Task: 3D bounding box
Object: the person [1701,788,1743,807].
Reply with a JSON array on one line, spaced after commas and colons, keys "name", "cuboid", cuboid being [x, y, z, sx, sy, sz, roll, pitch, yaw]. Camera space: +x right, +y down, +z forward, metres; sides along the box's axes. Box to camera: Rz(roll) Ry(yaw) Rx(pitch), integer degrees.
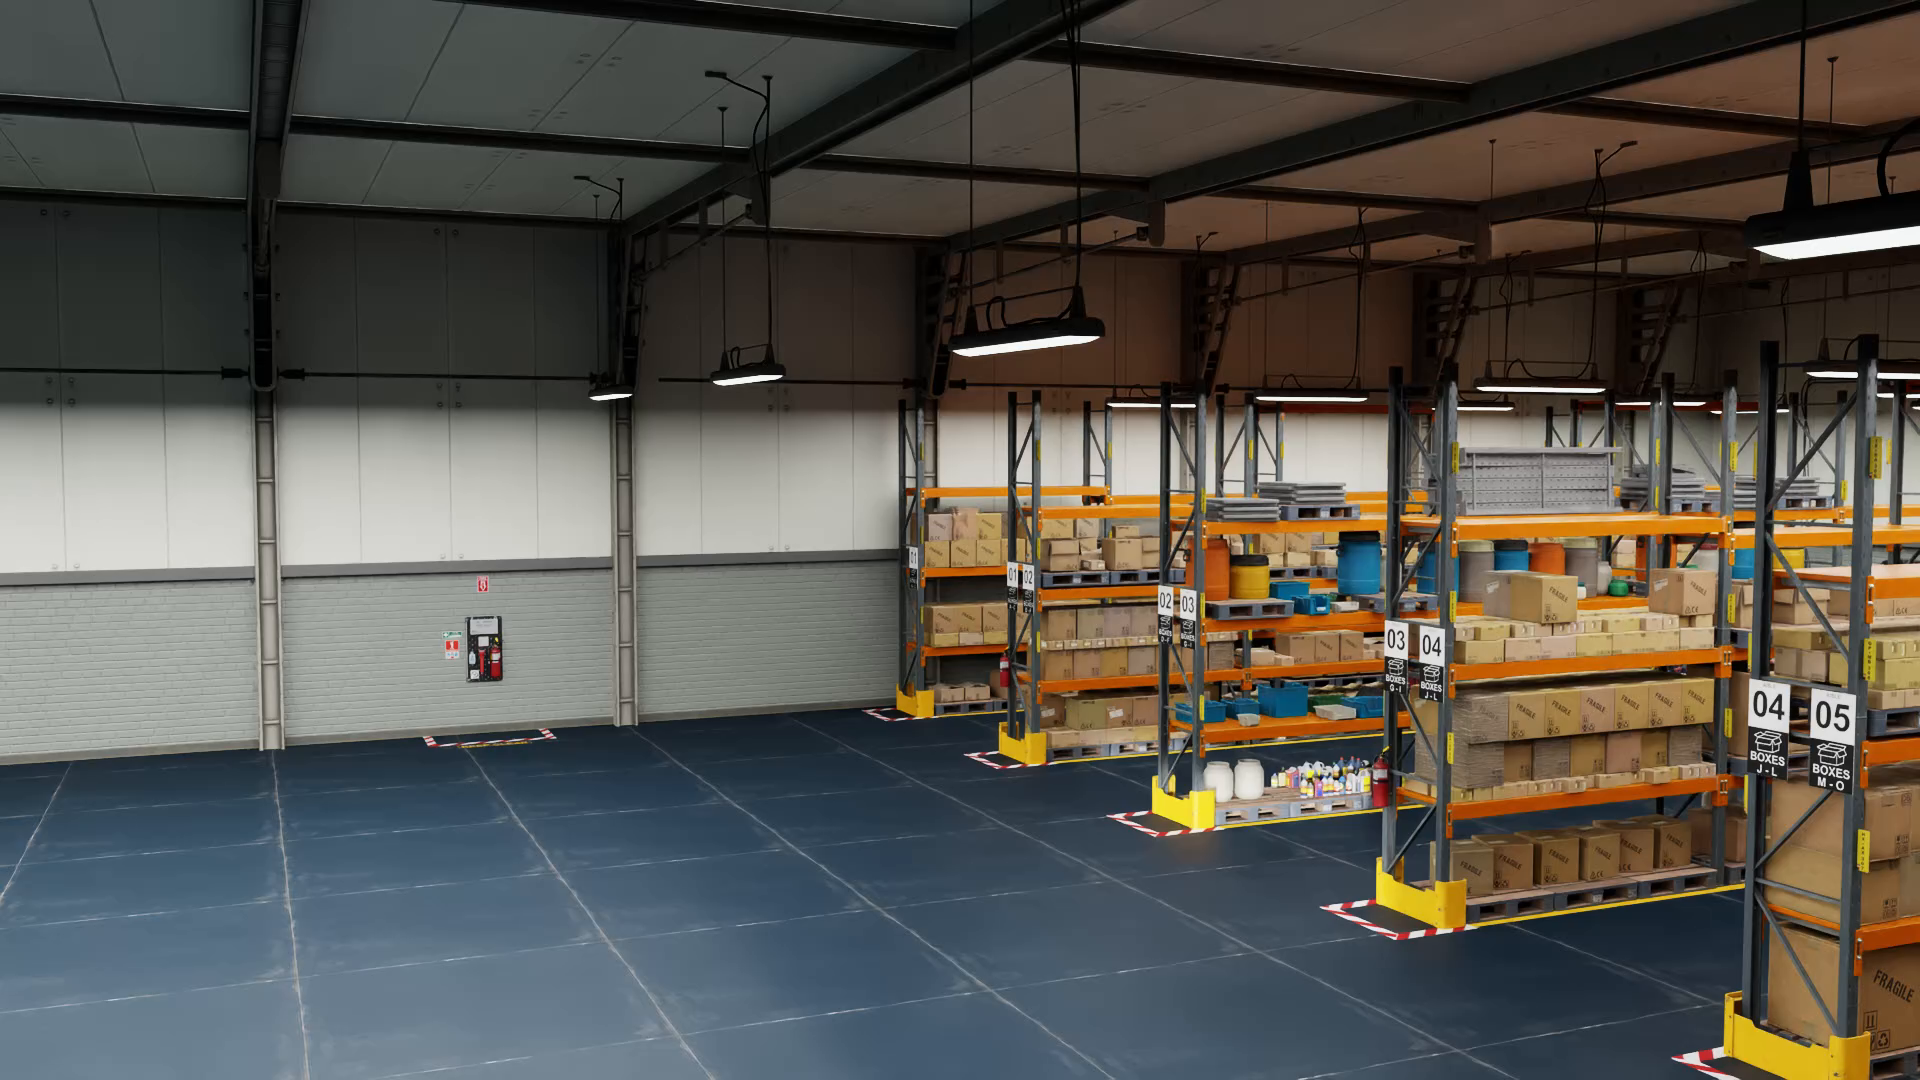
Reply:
[{"name": "person", "cuboid": [10.050, 3.091, 21.918, 0.972, 1.524, 0.379, -1, 4, -24]}]
